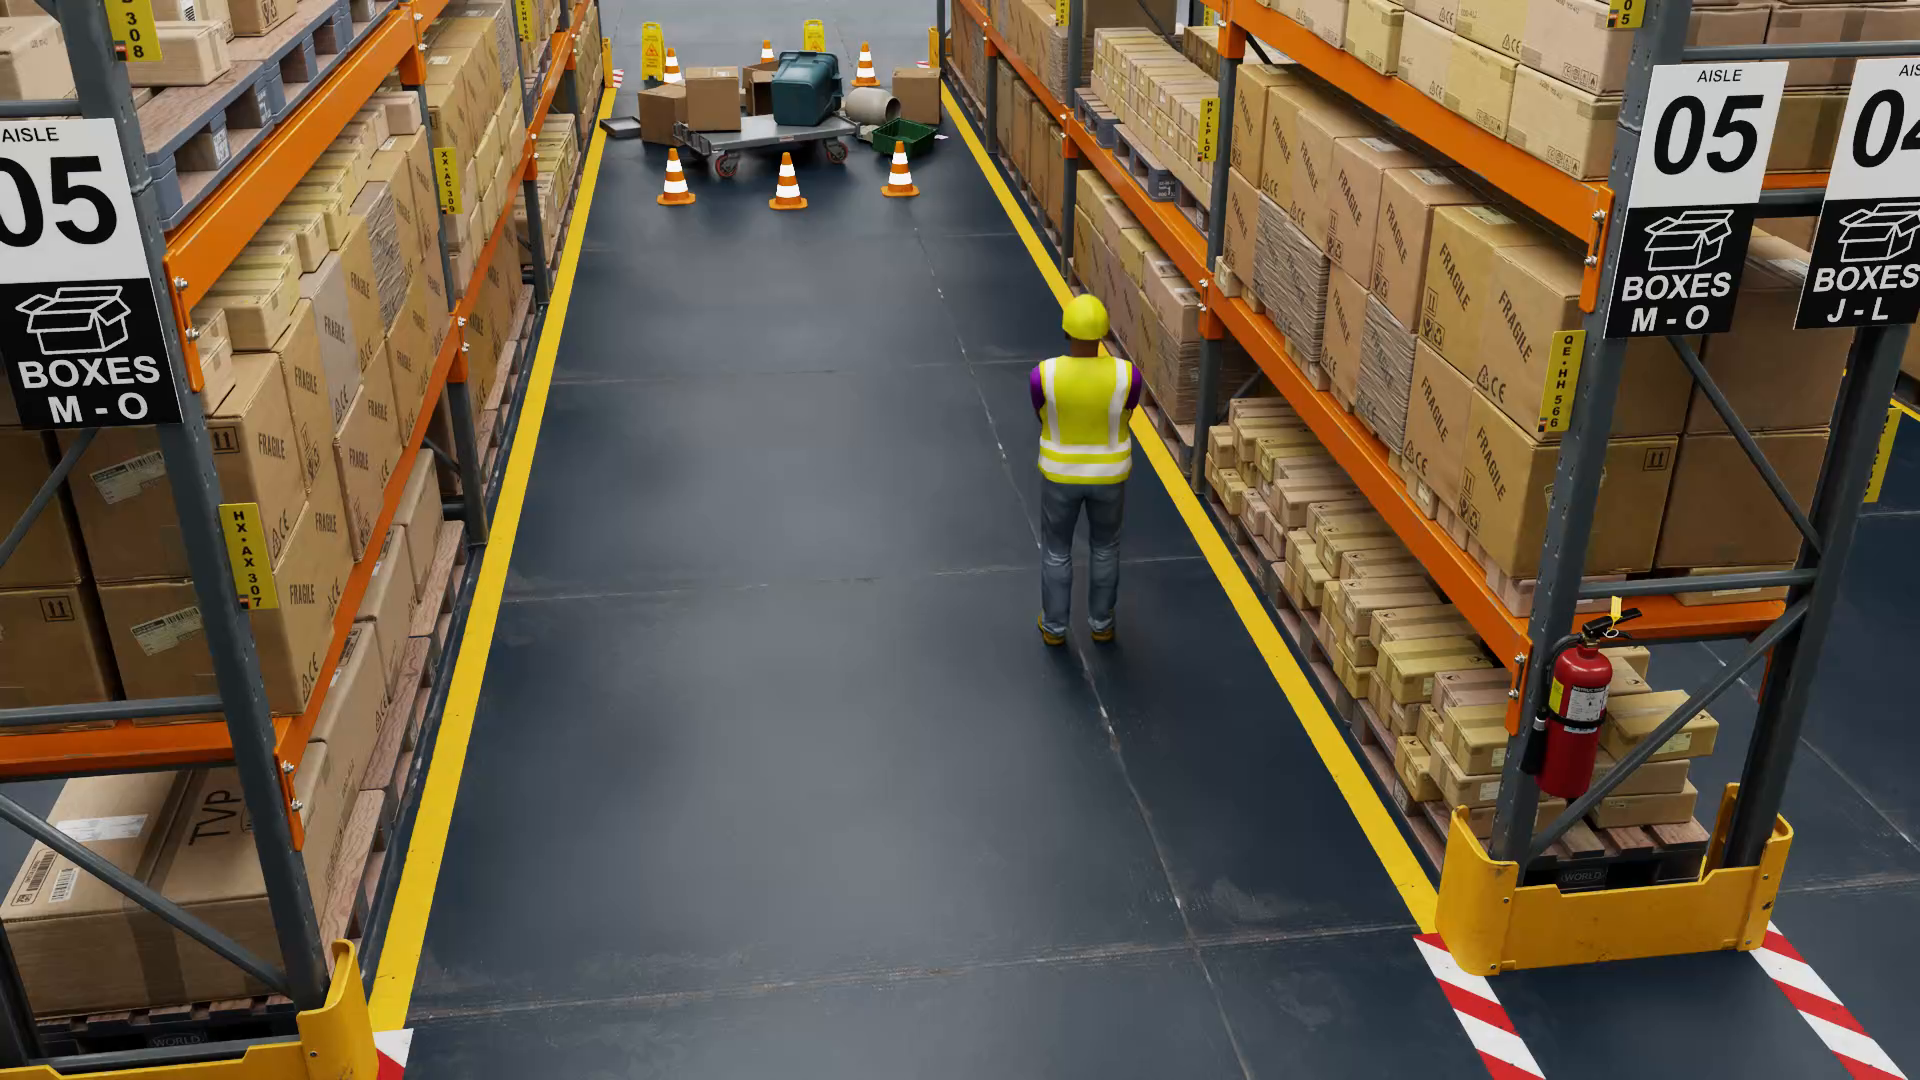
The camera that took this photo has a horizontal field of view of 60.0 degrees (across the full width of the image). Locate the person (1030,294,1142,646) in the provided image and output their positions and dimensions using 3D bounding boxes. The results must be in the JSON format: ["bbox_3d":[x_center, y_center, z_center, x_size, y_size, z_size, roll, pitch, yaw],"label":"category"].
[{"bbox_3d":[0.567,-0.353,7.791,0.502,1.761,0.577,1,27,1],"label":"person"}]
